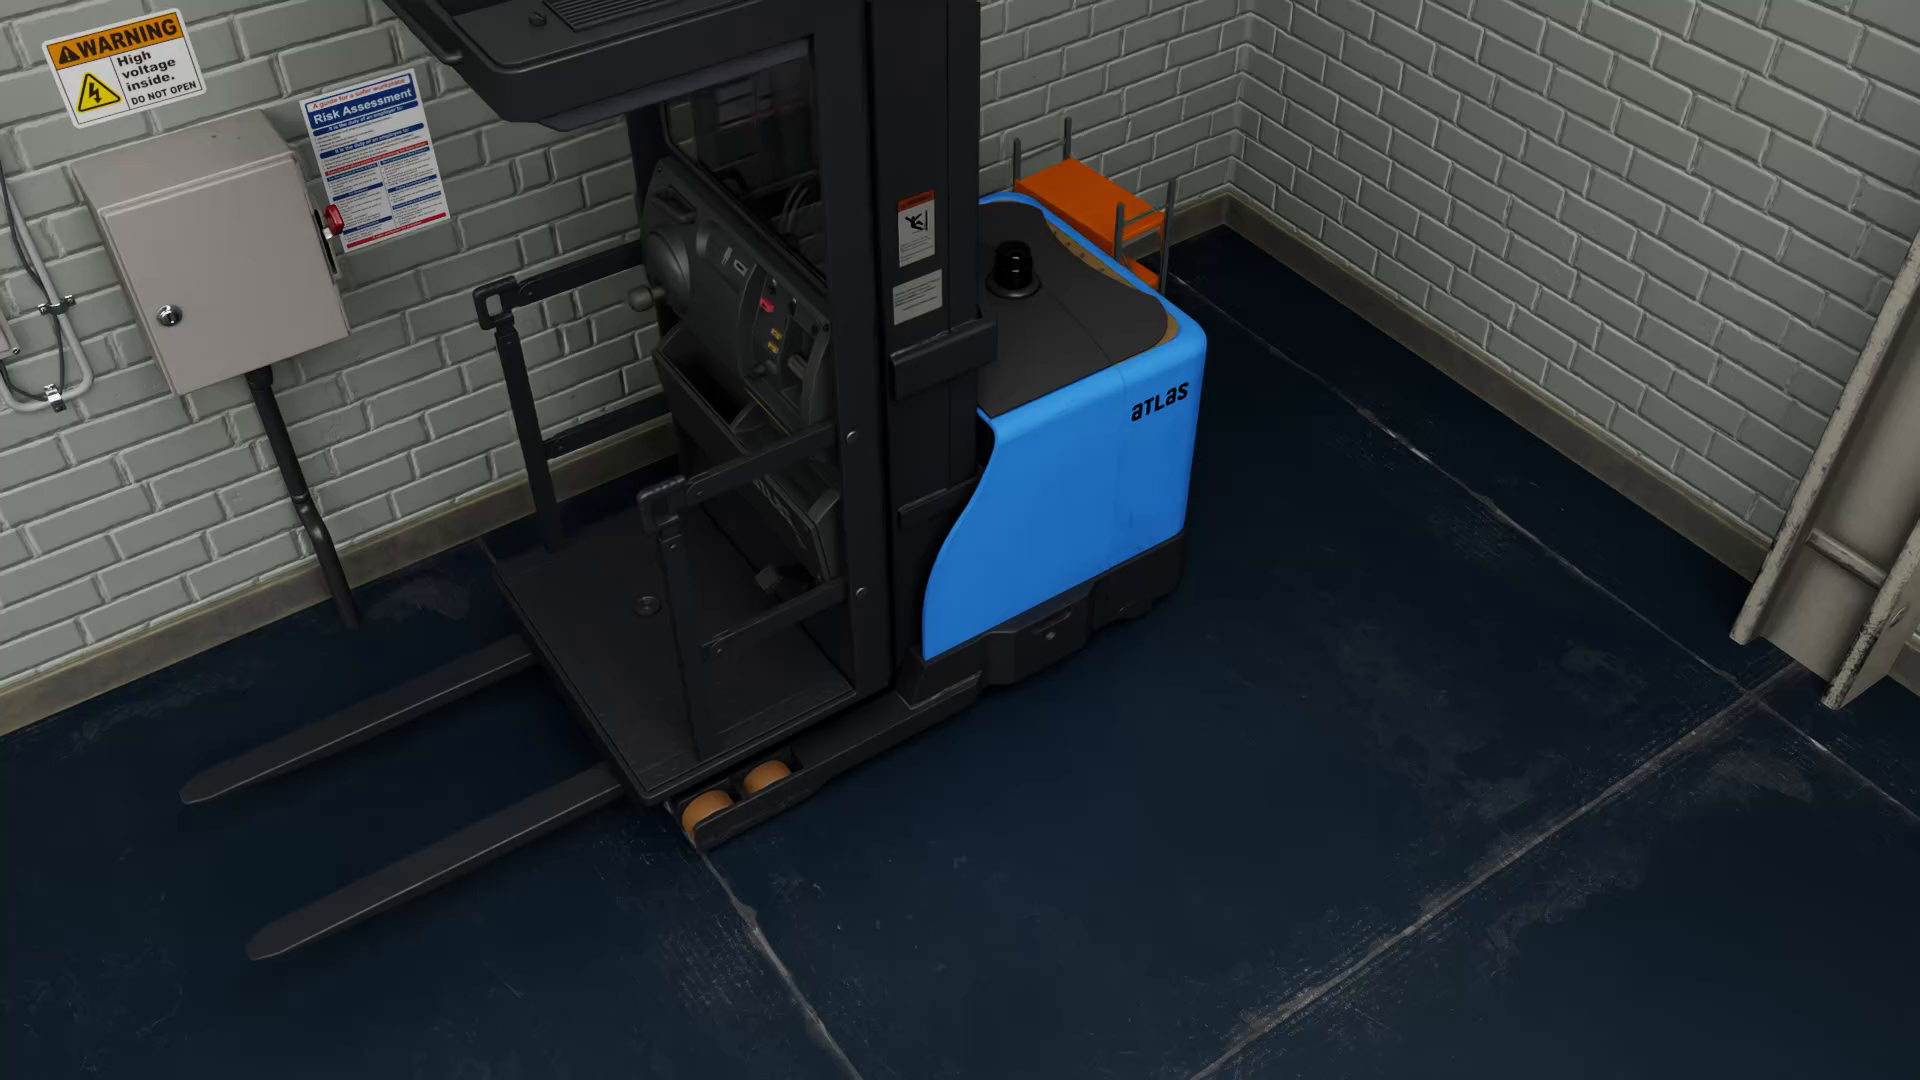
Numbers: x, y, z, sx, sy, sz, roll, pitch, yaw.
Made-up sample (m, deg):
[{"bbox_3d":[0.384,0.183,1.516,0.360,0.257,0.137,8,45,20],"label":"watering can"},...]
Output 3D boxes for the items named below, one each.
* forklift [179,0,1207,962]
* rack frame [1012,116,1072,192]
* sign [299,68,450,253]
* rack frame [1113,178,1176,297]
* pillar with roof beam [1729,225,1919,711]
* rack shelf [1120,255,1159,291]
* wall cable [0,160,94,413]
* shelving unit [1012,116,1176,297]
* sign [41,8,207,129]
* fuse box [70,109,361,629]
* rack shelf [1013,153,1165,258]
[{"bbox_3d":[-0.765,-0.591,4.247,3.031,2.935,1.130,-25,49,-24],"label":"forklift"},{"bbox_3d":[0.271,-0.905,5.829,0.240,1.200,0.015,-29,51,-27],"label":"rack frame"},{"bbox_3d":[-1.674,-1.086,4.784,0.329,0.494,0.001,-26,49,-24],"label":"sign"},{"bbox_3d":[0.578,-0.643,5.555,0.240,1.200,0.015,-29,51,-27],"label":"rack frame"},{"bbox_3d":[-0.787,-1.192,0.482,9.100,9.000,0.400,-26,49,-24],"label":"pillar with roof beam"},{"bbox_3d":[0.424,-0.887,5.584,0.258,0.148,0.480,-29,51,-27],"label":"rack shelf"},{"bbox_3d":[-2.610,-0.995,3.885,0.588,1.984,0.122,-26,49,-24],"label":"wall cable"},{"bbox_3d":[0.424,-0.774,5.692,0.258,1.200,0.503,-29,51,-27],"label":"shelving unit"},{"bbox_3d":[-2.124,-1.202,4.239,0.339,0.242,0.001,-26,49,-24],"label":"sign"},{"bbox_3d":[-1.960,-0.342,4.869,0.539,1.711,0.414,-26,49,-24],"label":"fuse box"},{"bbox_3d":[0.424,-1.058,5.421,0.258,0.148,0.480,-29,51,-27],"label":"rack shelf"}]
